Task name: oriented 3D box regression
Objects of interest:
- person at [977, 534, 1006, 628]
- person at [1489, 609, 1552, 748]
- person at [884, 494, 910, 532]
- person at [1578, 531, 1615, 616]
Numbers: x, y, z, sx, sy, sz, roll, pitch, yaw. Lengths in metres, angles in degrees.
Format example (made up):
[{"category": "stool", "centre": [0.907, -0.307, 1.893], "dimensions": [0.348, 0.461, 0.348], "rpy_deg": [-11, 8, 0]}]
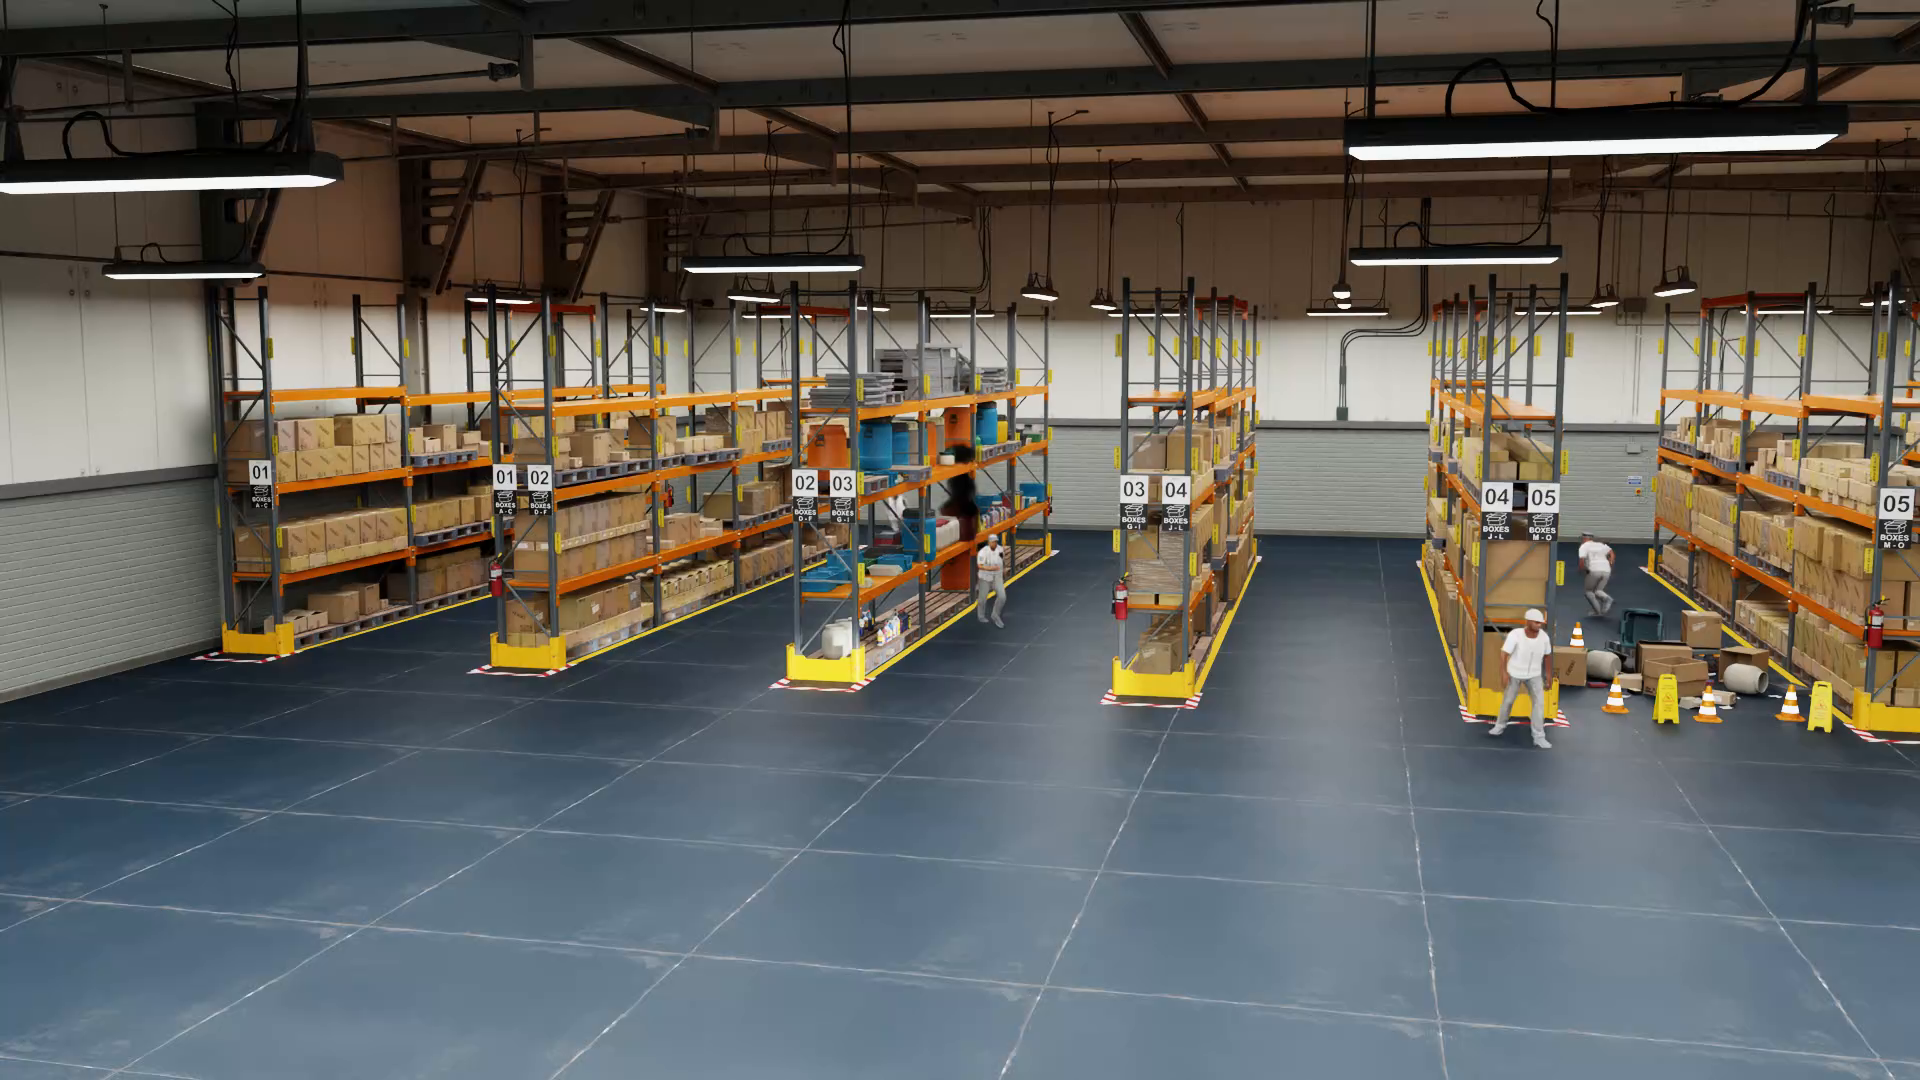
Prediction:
[{"category": "person", "centre": [0.546, 0.694, 28.408], "dimensions": [0.605, 1.647, 0.893], "rpy_deg": [-2, 7, -19]}, {"category": "person", "centre": [7.200, 1.718, 21.171], "dimensions": [0.734, 1.723, 0.871], "rpy_deg": [0, 7, -2]}, {"category": "person", "centre": [-1.548, -0.510, 40.621], "dimensions": [0.654, 1.726, 0.752], "rpy_deg": [0, 7, 2]}, {"category": "person", "centre": [12.007, 0.654, 31.282], "dimensions": [0.685, 1.557, 0.910], "rpy_deg": [-1, 7, -12]}]
